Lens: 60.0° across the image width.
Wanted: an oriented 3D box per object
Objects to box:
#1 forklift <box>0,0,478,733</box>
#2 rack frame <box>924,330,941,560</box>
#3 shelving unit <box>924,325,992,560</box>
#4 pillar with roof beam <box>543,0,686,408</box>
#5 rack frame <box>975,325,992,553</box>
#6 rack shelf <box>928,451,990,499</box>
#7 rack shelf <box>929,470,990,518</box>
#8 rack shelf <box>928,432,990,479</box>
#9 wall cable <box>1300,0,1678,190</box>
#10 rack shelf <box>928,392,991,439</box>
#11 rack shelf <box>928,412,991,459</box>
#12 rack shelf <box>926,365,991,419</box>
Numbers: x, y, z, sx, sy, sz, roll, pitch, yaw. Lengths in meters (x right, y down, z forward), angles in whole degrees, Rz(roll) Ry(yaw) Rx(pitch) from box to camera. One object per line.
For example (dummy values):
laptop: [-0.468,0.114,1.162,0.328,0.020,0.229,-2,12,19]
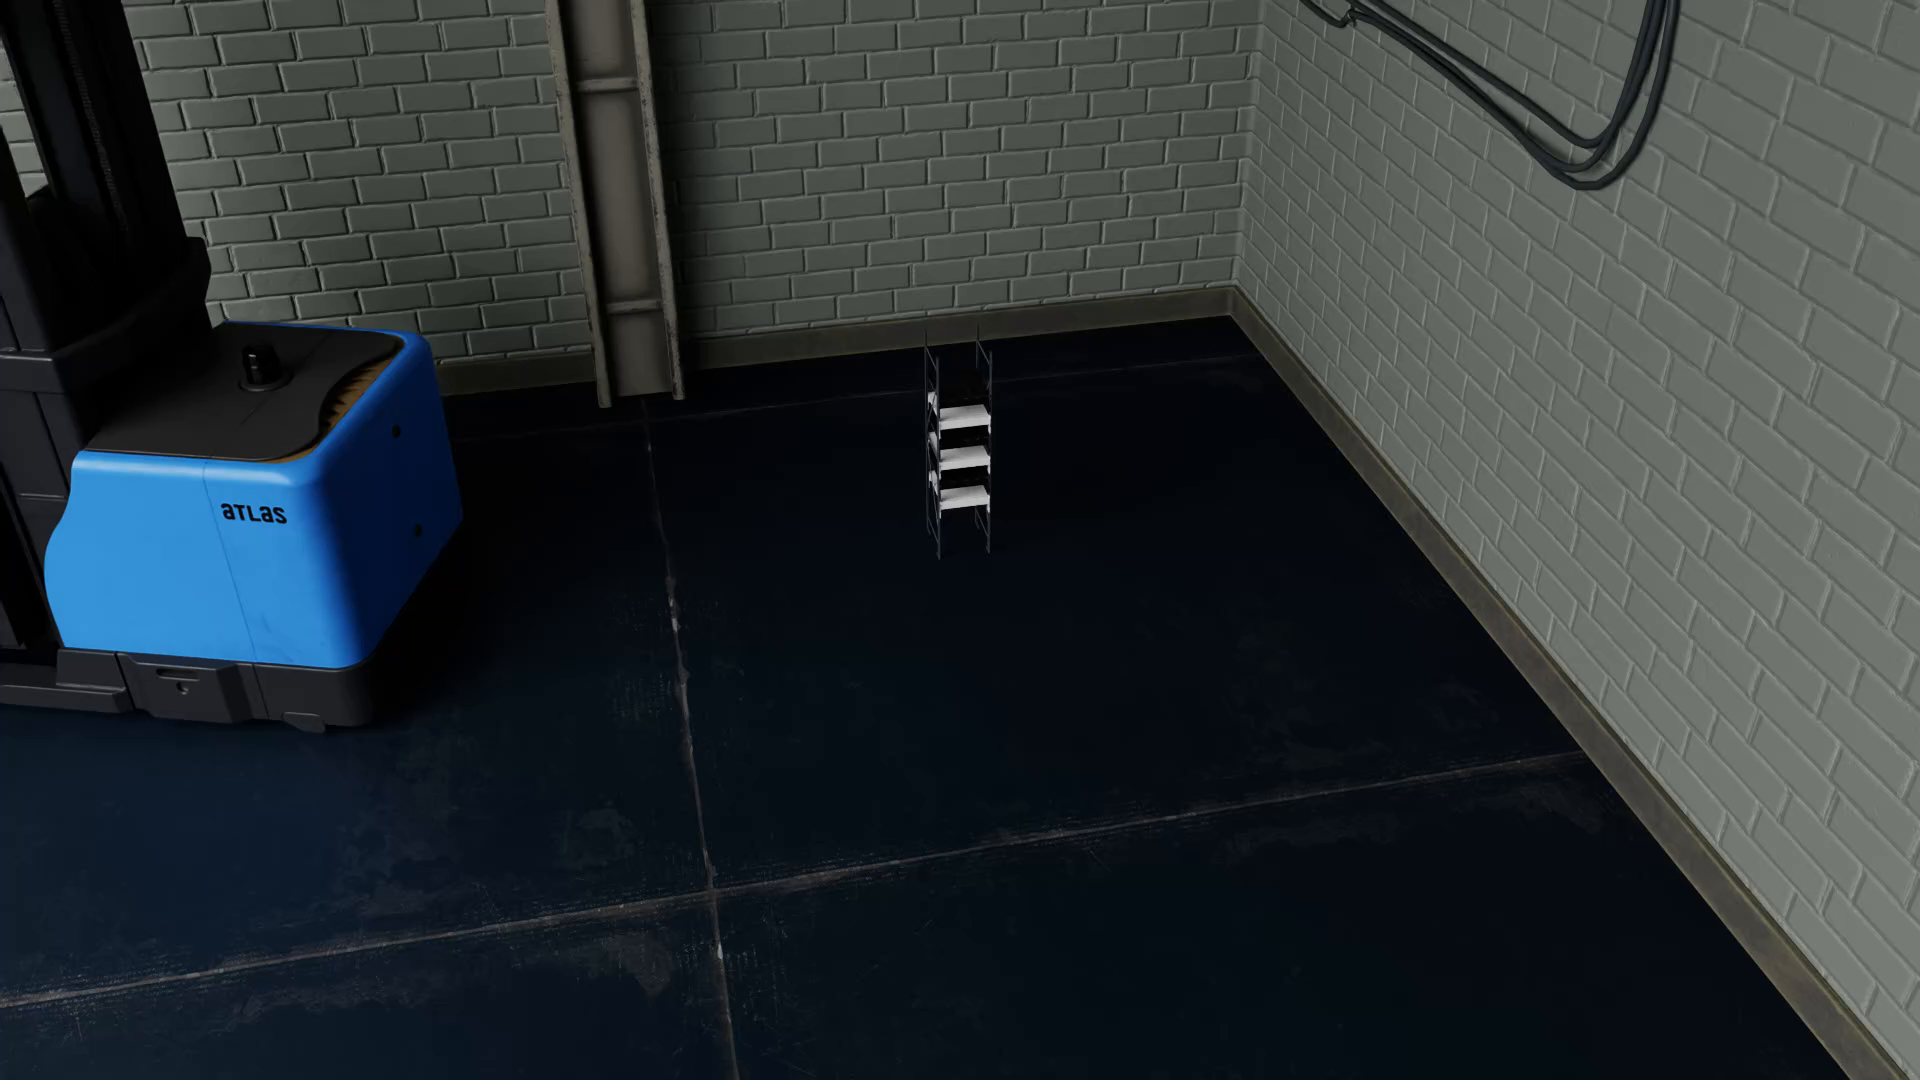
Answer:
forklift: [-3.427,-0.909,5.474,3.031,2.935,1.130,4,34,6]
rack frame: [-0.107,-0.360,6.479,0.006,0.900,0.240,-7,35,-11]
shelving unit: [-0.008,-0.373,6.498,0.210,0.900,0.258,-7,35,-11]
pillar with roof beam: [-0.550,-2.113,1.823,0.400,9.000,9.100,-7,35,-11]
rack frame: [0.091,-0.385,6.516,0.006,0.900,0.240,-7,35,-11]
rack shelf: [-0.008,-0.270,6.566,0.200,0.077,0.258,-7,35,-11]
rack shelf: [-0.008,-0.196,6.617,0.200,0.077,0.258,-7,35,-11]
rack shelf: [-0.008,-0.345,6.516,0.200,0.077,0.258,-7,35,-11]
wall cable: [1.666,-2.807,5.643,0.112,2.526,3.097,-7,35,-11]
rack shelf: [-0.008,-0.494,6.416,0.200,0.077,0.258,-7,35,-11]
rack shelf: [-0.008,-0.420,6.466,0.200,0.077,0.258,-7,35,-11]
rack shelf: [-0.008,-0.569,6.366,0.200,0.077,0.258,-7,35,-11]
